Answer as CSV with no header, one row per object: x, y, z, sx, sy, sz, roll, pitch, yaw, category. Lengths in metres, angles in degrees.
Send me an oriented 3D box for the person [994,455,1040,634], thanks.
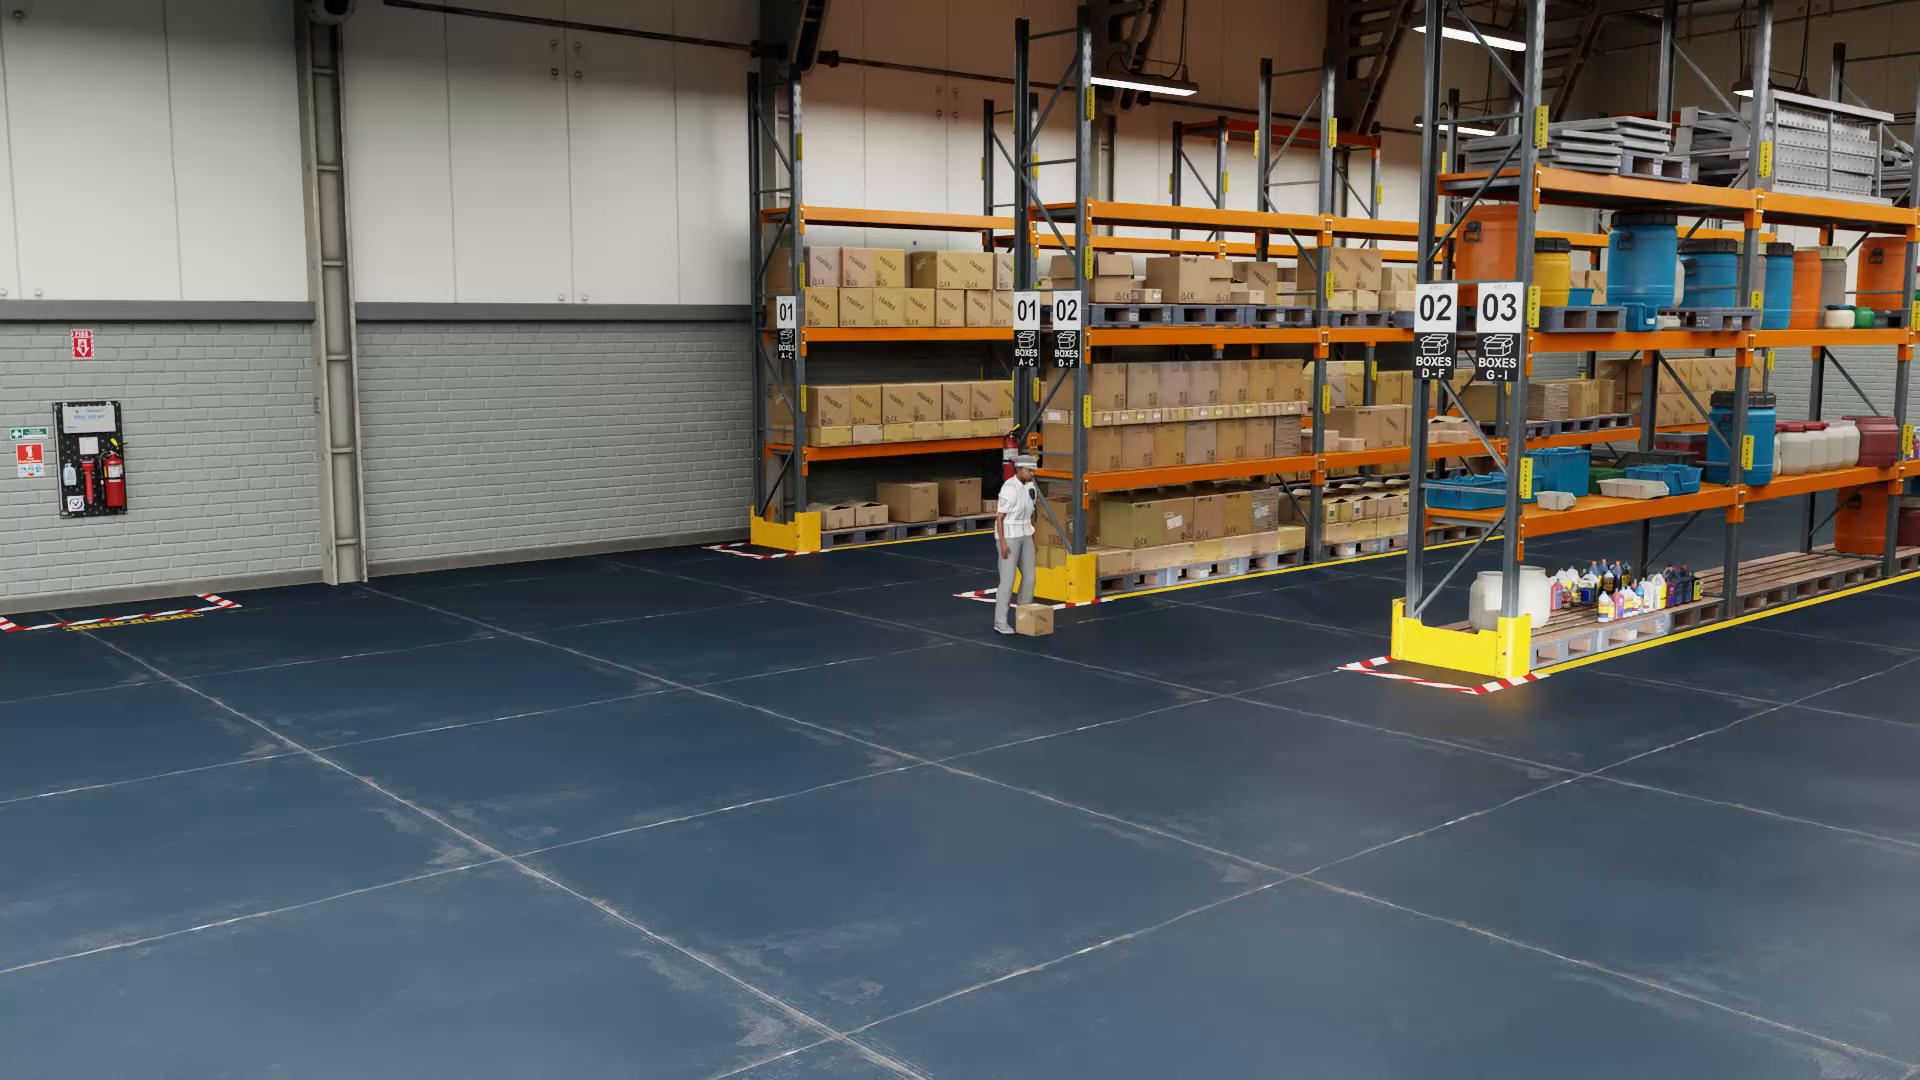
0.545,0.026,15.594,0.529,1.659,0.428,-7,11,-44,person
